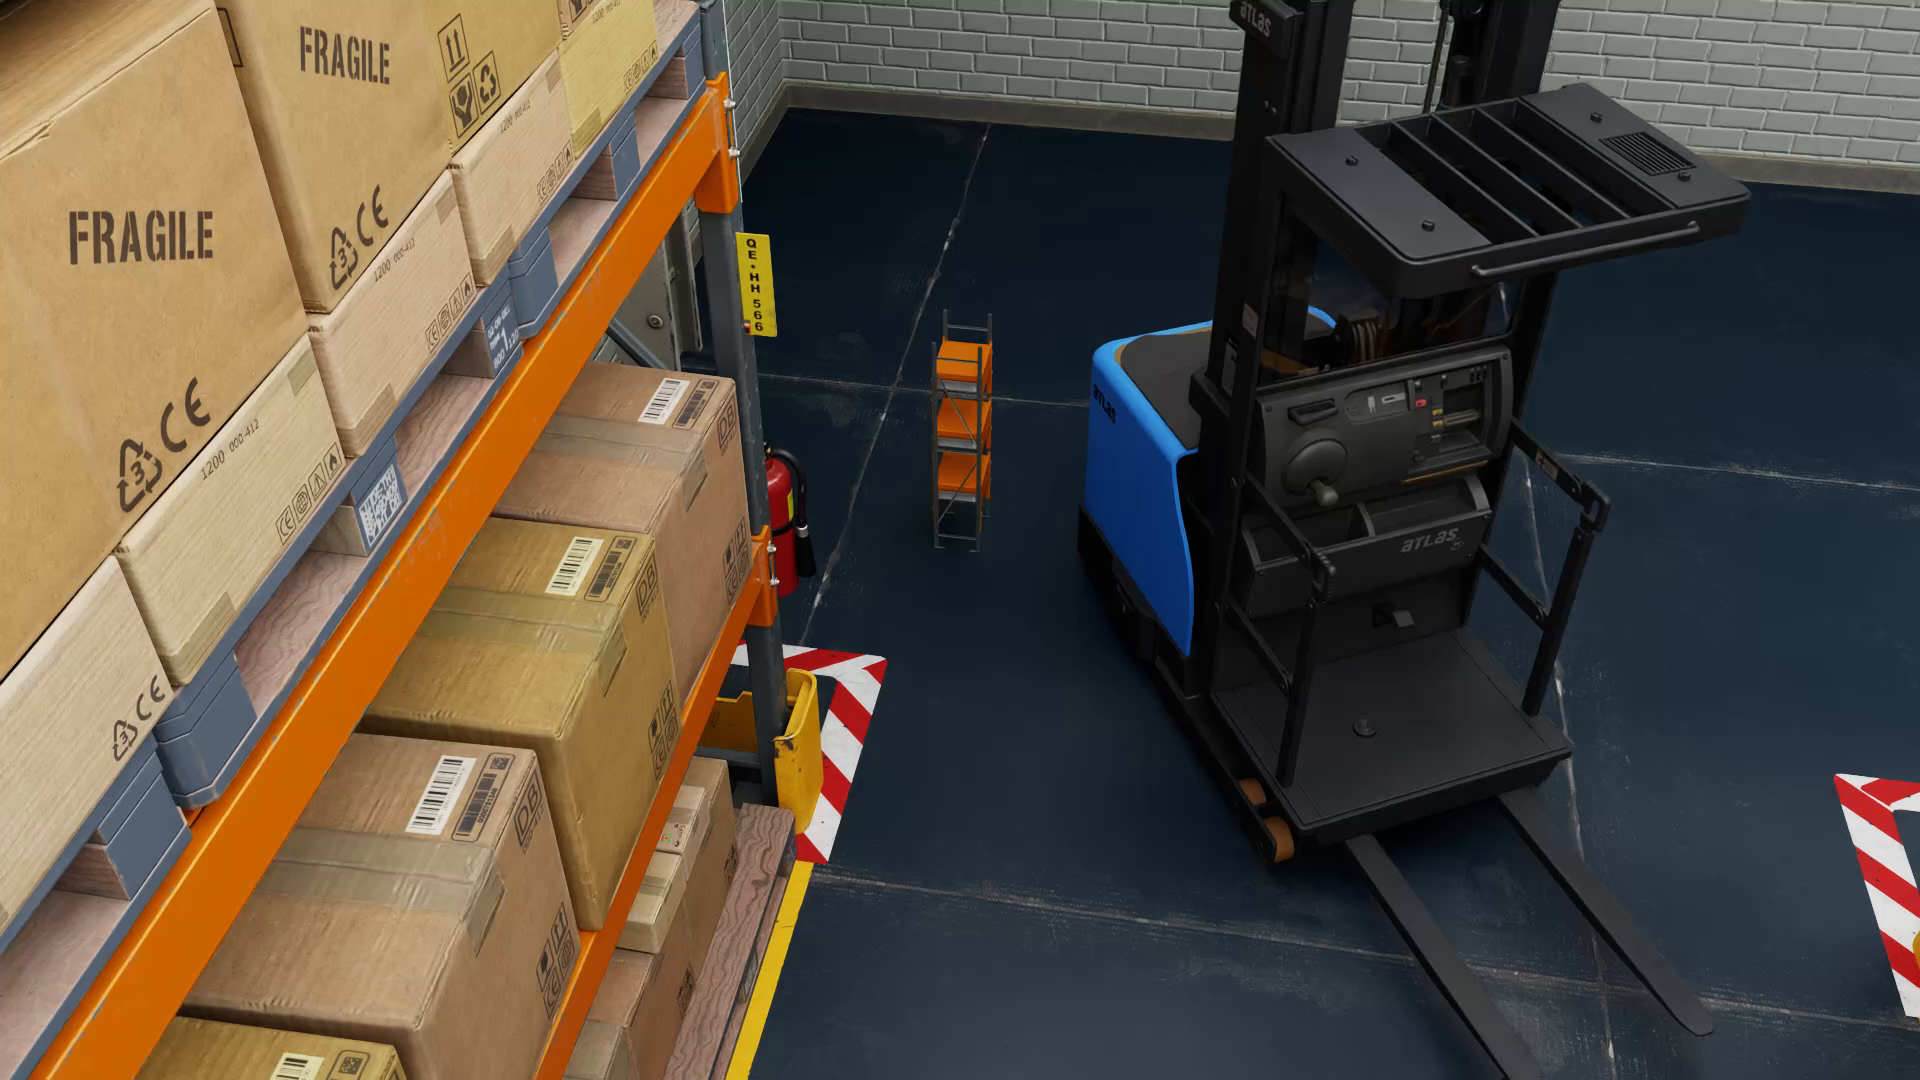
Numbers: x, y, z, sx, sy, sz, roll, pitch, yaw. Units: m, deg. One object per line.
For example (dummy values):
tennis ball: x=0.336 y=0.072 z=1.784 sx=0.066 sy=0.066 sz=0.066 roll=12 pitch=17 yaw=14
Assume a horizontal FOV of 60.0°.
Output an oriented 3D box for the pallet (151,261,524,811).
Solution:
pallet: x=-1.432 y=-0.132 z=2.771 sx=1.003 sy=0.211 sz=1.213 roll=6 pitch=40 yaw=8

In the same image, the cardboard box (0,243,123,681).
cardboard box: x=-1.315 y=-0.061 z=1.737 sx=0.500 sy=0.500 sz=0.500 roll=6 pitch=40 yaw=7

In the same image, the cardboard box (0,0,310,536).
cardboard box: x=-1.235 y=-0.372 z=2.113 sx=0.500 sy=0.500 sz=0.500 roll=7 pitch=40 yaw=8

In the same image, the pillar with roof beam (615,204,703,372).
pillar with roof beam: x=2.750 y=-3.872 z=4.871 sx=9.100 sy=9.000 sz=0.400 roll=6 pitch=40 yaw=8

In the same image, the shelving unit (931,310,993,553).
shelving unit: x=0.009 y=-0.438 z=6.956 sx=0.215 sy=1.050 sz=0.252 roll=6 pitch=40 yaw=8

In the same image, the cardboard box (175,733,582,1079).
cardboard box: x=-1.440 y=0.897 z=3.576 sx=0.980 sy=0.700 sz=0.700 roll=5 pitch=40 yaw=6

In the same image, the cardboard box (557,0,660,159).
cardboard box: x=-0.971 y=-1.054 z=3.526 sx=0.500 sy=0.250 sz=0.500 roll=8 pitch=40 yaw=9

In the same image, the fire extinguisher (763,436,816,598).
fire extinguisher: x=-0.625 y=-0.115 z=5.388 sx=0.296 sy=0.674 sz=0.183 roll=6 pitch=40 yaw=8

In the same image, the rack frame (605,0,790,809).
rack frame: x=-1.105 y=-0.244 z=5.191 sx=1.000 sy=3.000 sz=0.127 roll=6 pitch=40 yaw=8

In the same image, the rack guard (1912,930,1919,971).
rack guard: x=3.761 y=1.311 z=5.272 sx=1.175 sy=0.500 sz=0.348 roll=6 pitch=40 yaw=8

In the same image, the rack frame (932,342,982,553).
rack frame: x=-0.012 y=-0.362 z=6.863 sx=0.200 sy=1.050 sz=0.008 roll=6 pitch=40 yaw=8

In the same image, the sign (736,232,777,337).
sign: x=-0.573 y=-0.713 z=4.664 sx=0.100 sy=0.325 sz=0.005 roll=6 pitch=40 yaw=8

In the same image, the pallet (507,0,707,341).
pallet: x=-1.223 y=-0.899 z=3.699 sx=1.003 sy=0.211 sz=1.213 roll=6 pitch=40 yaw=8

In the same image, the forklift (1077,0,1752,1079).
forklift: x=1.479 y=-0.291 z=5.301 sx=1.130 sy=2.935 sz=3.031 roll=-13 pitch=41 yaw=-15

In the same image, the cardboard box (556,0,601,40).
cardboard box: x=-0.963 y=-1.343 z=3.287 sx=0.500 sy=0.500 sz=0.500 roll=6 pitch=40 yaw=8

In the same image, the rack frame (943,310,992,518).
rack frame: x=0.030 y=-0.515 z=7.049 sx=0.200 sy=1.050 sz=0.008 roll=6 pitch=40 yaw=8

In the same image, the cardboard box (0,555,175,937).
cardboard box: x=-1.316 y=0.245 z=1.956 sx=0.500 sy=0.250 sz=0.500 roll=6 pitch=40 yaw=7

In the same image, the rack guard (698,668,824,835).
rack guard: x=-1.101 y=0.704 z=6.006 sx=1.175 sy=0.500 sz=0.348 roll=6 pitch=40 yaw=8

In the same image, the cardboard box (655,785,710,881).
cardboard box: x=-0.971 y=0.858 z=4.981 sx=0.380 sy=0.149 sz=0.250 roll=6 pitch=40 yaw=7

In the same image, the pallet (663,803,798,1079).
pallet: x=-1.167 y=1.341 z=5.463 sx=1.003 sy=0.211 sz=1.213 roll=6 pitch=40 yaw=8

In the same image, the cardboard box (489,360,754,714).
cardboard box: x=-1.184 y=-0.039 z=4.707 sx=0.980 sy=0.700 sz=0.700 roll=8 pitch=40 yaw=10

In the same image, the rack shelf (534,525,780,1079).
rack shelf: x=-1.451 y=1.288 z=3.903 sx=1.077 sy=0.370 sz=4.000 roll=6 pitch=40 yaw=8

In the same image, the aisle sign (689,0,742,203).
aisle sign: x=-0.797 y=-1.258 z=4.378 sx=0.394 sy=0.787 sz=0.004 roll=6 pitch=40 yaw=8

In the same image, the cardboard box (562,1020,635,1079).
cardboard box: x=-1.301 y=1.637 z=4.548 sx=0.700 sy=0.500 sz=0.500 roll=5 pitch=40 yaw=6

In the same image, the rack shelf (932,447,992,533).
rack shelf: x=0.009 y=-0.216 z=7.140 sx=0.215 sy=0.259 sz=0.240 roll=6 pitch=40 yaw=8

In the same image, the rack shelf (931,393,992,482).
rack shelf: x=0.009 y=-0.430 z=6.963 sx=0.215 sy=0.259 sz=0.240 roll=6 pitch=40 yaw=8

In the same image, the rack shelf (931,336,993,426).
rack shelf: x=0.009 y=-0.649 z=6.782 sx=0.215 sy=0.259 sz=0.240 roll=6 pitch=40 yaw=8

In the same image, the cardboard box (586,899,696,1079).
cardboard box: x=-1.214 y=1.322 z=4.930 sx=0.700 sy=0.500 sz=0.500 roll=6 pitch=40 yaw=8

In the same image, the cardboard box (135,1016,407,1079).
cardboard box: x=-1.556 y=1.354 z=3.023 sx=0.980 sy=0.700 sz=0.700 roll=5 pitch=40 yaw=7

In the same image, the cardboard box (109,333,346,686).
cardboard box: x=-1.235 y=-0.078 z=2.346 sx=0.500 sy=0.250 sz=0.500 roll=5 pitch=40 yaw=6

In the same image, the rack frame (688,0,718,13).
rack frame: x=-1.105 y=-2.556 z=3.280 sx=1.000 sy=3.000 sz=0.127 roll=6 pitch=40 yaw=8

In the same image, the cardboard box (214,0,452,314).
cardboard box: x=-1.143 y=-0.701 z=2.511 sx=0.500 sy=0.500 sz=0.500 roll=5 pitch=40 yaw=6

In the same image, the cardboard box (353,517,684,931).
cardboard box: x=-1.299 y=0.419 z=4.154 sx=0.980 sy=0.700 sz=0.700 roll=6 pitch=40 yaw=7

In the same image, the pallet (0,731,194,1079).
pallet: x=-1.646 y=0.632 z=1.847 sx=1.003 sy=0.211 sz=1.213 roll=6 pitch=40 yaw=8

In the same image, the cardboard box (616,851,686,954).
cardboard box: x=-1.014 y=1.019 z=4.787 sx=0.380 sy=0.149 sz=0.250 roll=7 pitch=40 yaw=9

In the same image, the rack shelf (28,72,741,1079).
rack shelf: x=-1.451 y=0.132 z=2.947 sx=1.077 sy=0.370 sz=4.000 roll=6 pitch=40 yaw=8

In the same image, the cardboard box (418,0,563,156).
cardboard box: x=-1.061 y=-1.030 z=2.908 sx=0.500 sy=0.500 sz=0.500 roll=8 pitch=40 yaw=9

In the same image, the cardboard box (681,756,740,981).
cardboard box: x=-1.128 y=1.008 z=5.309 sx=0.700 sy=0.500 sz=0.500 roll=6 pitch=40 yaw=8

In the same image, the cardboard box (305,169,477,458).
cardboard box: x=-1.145 y=-0.400 z=2.736 sx=0.500 sy=0.250 sz=0.500 roll=5 pitch=40 yaw=6

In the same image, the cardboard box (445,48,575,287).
cardboard box: x=-1.060 y=-0.727 z=3.131 sx=0.500 sy=0.250 sz=0.500 roll=5 pitch=40 yaw=6
